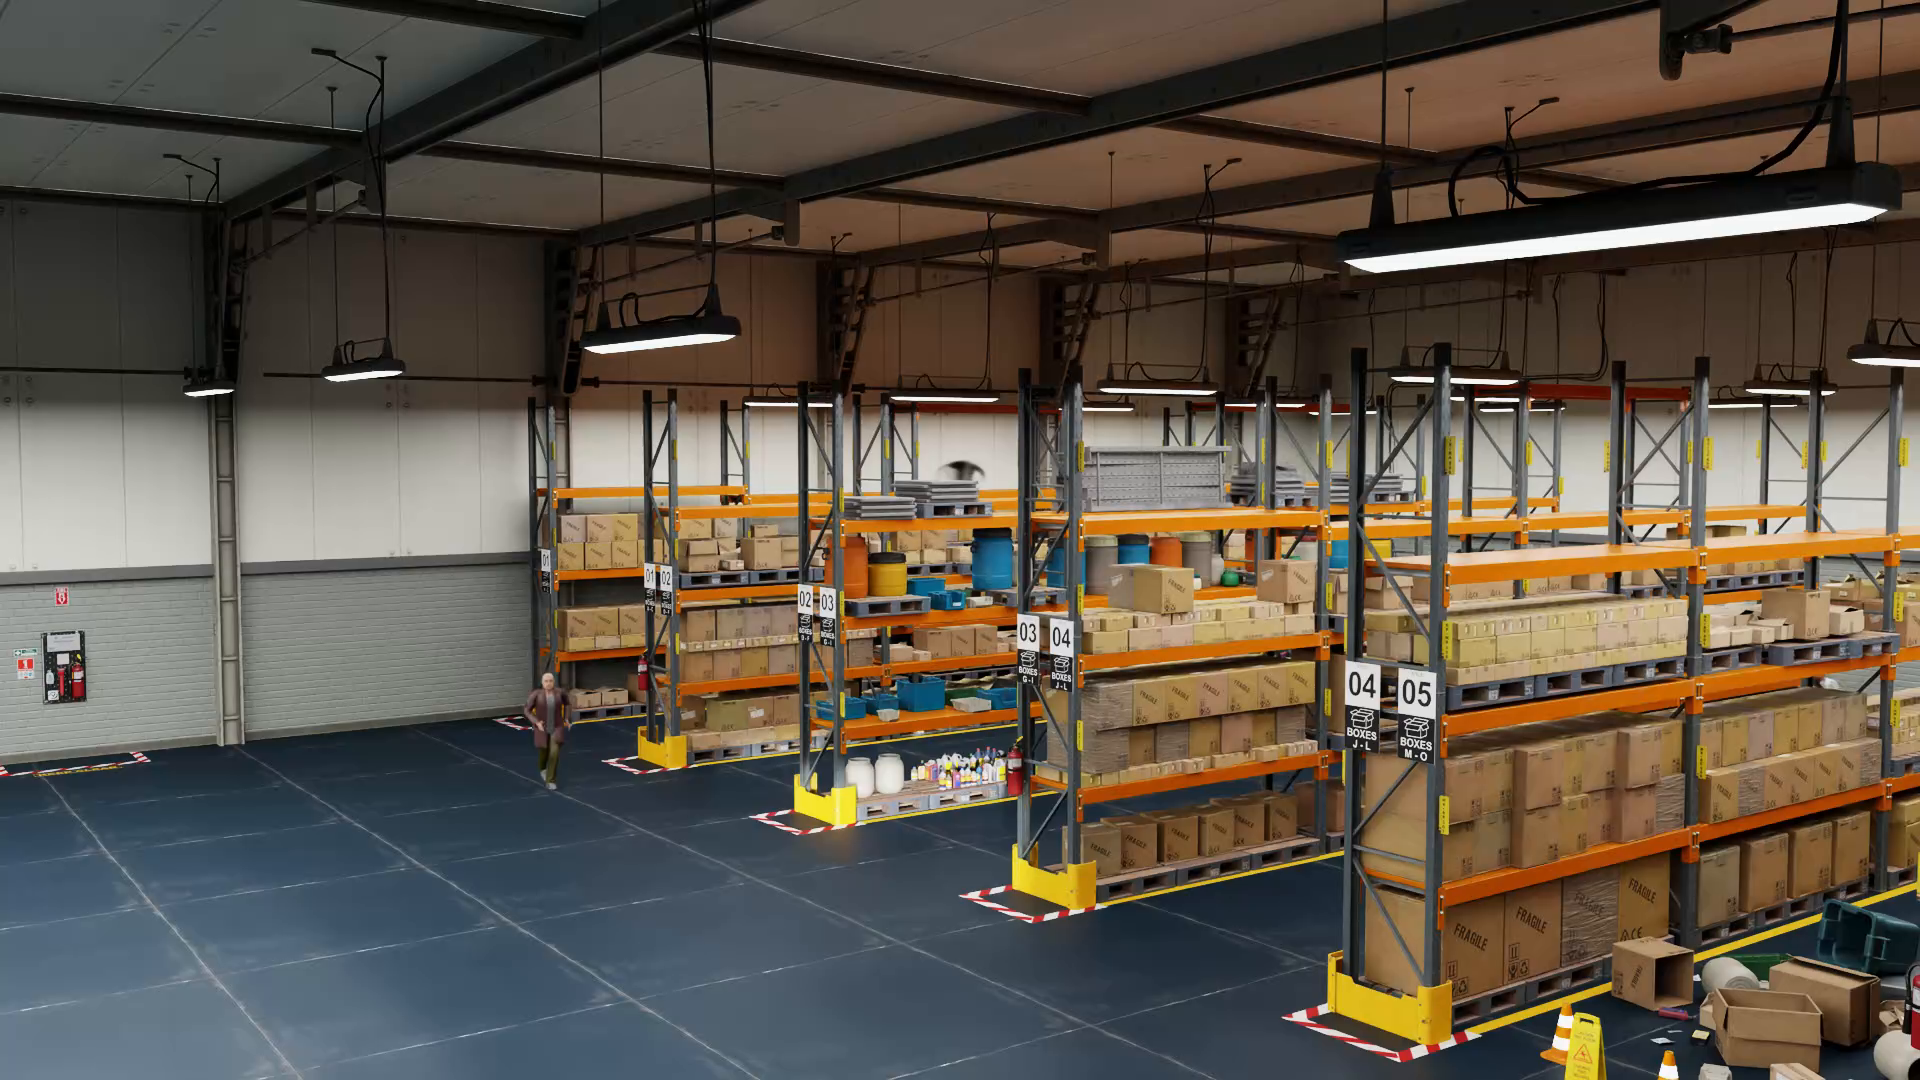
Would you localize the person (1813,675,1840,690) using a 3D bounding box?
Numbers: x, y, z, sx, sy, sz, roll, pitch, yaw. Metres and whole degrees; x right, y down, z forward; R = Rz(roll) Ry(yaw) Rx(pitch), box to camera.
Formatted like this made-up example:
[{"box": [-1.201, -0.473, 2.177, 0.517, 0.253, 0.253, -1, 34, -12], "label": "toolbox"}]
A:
[{"box": [13.701, 2.783, 26.281, 0.947, 1.764, 0.670, -2, 4, -32], "label": "person"}]

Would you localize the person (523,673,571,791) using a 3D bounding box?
[{"box": [-6.177, 2.834, 24.899, 0.713, 1.733, 0.869, -1, 4, -20], "label": "person"}]

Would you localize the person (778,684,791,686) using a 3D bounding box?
[{"box": [-3.307, 2.398, 31.836, 0.649, 1.729, 0.809, 3, 4, 41], "label": "person"}]
